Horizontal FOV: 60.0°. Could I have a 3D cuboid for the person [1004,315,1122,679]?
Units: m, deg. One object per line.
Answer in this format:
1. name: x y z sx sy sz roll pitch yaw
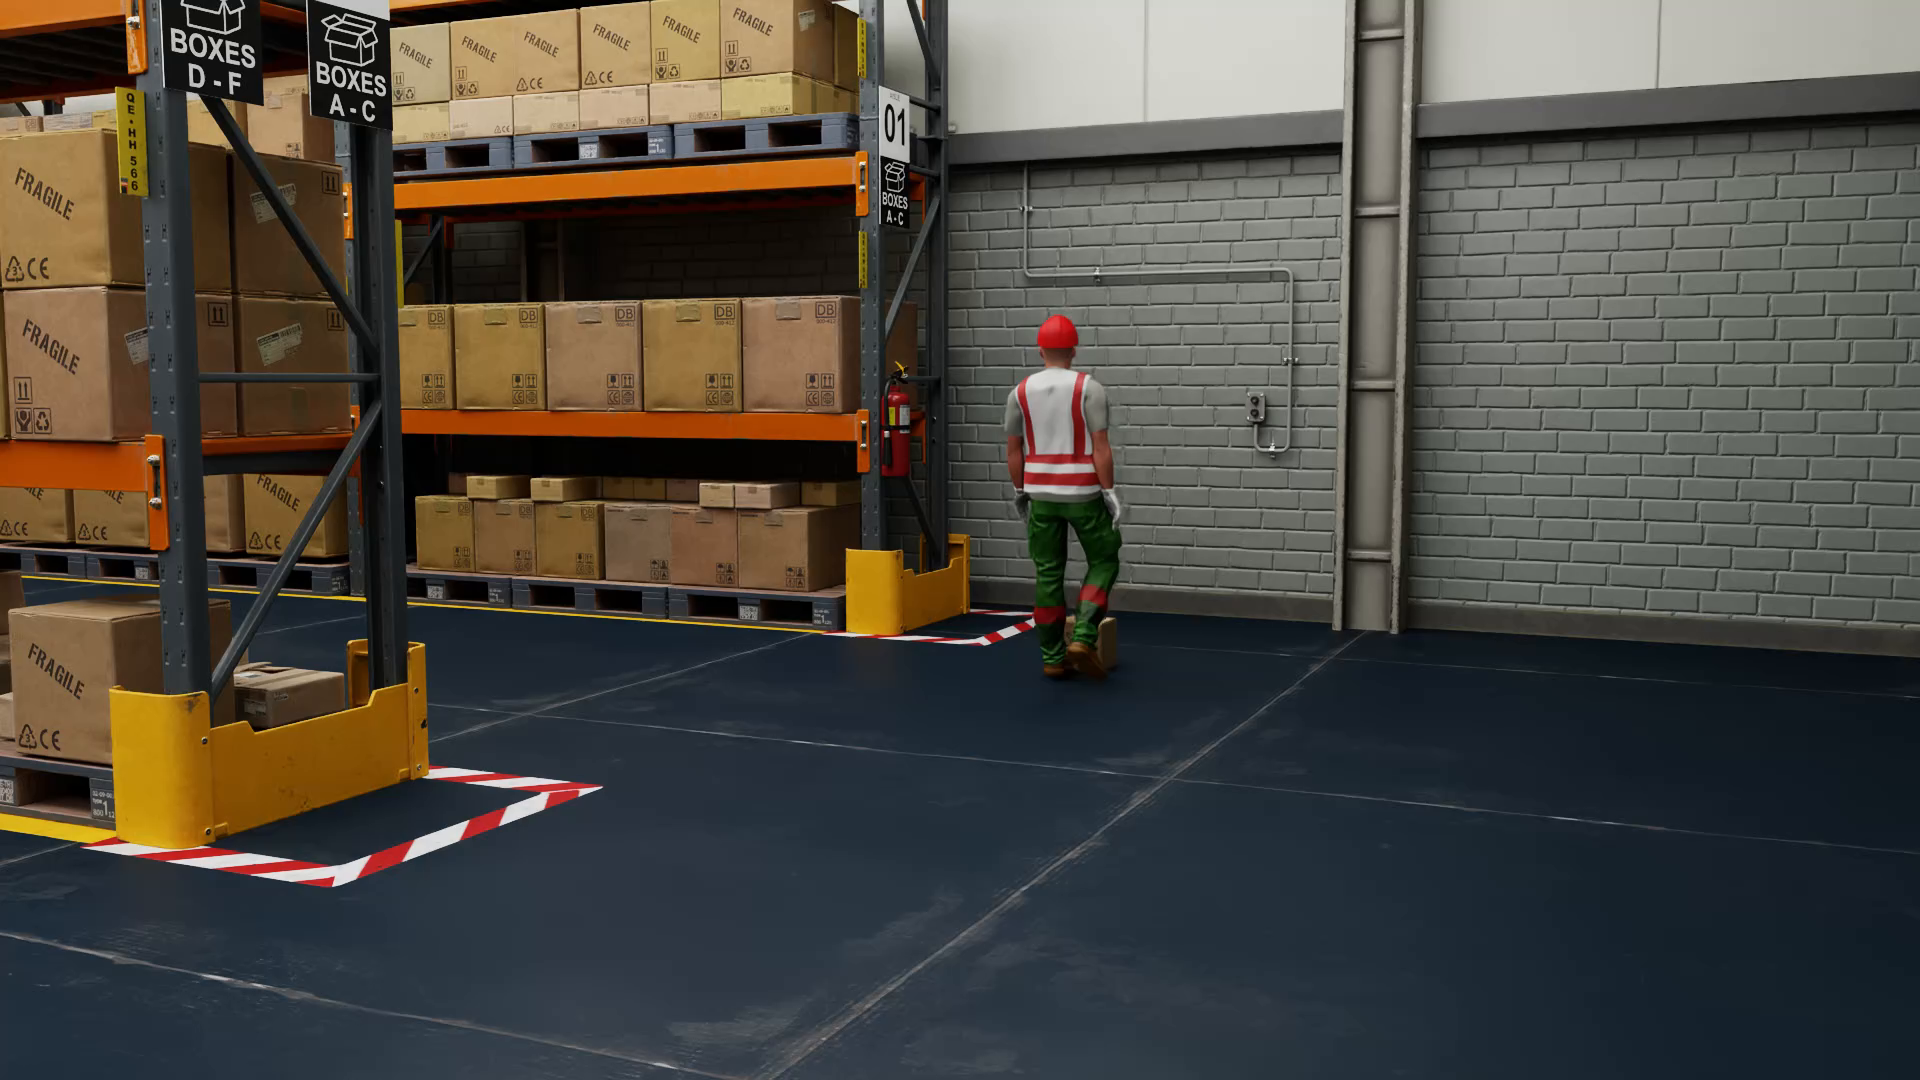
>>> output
1. person: 0.538 -0.211 8.267 0.598 1.798 0.496 2 6 22
